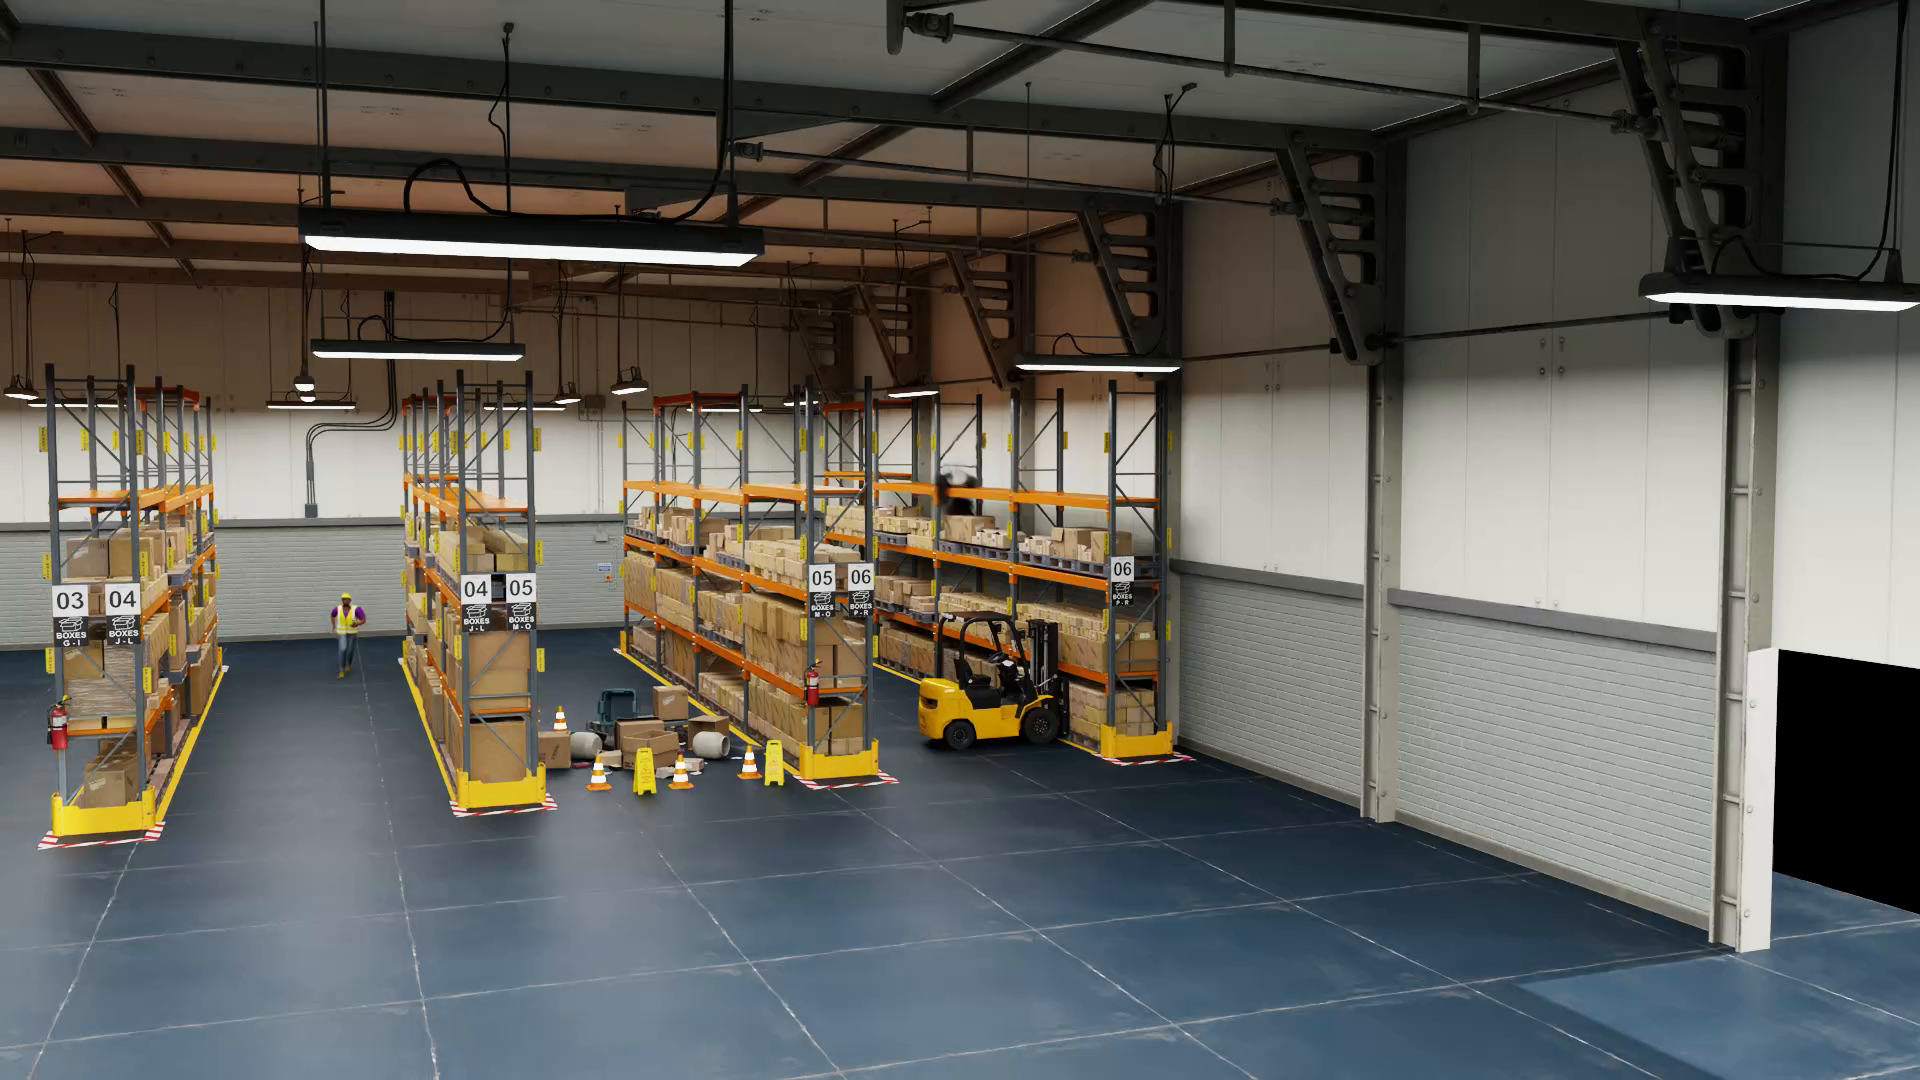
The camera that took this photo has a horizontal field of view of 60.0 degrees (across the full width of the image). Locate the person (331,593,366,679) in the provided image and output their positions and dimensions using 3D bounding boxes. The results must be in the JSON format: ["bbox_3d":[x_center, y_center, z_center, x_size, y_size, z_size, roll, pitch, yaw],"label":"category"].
[{"bbox_3d":[-13.131,2.034,35.717,0.706,1.812,0.845,-1,4,-19],"label":"person"}]
